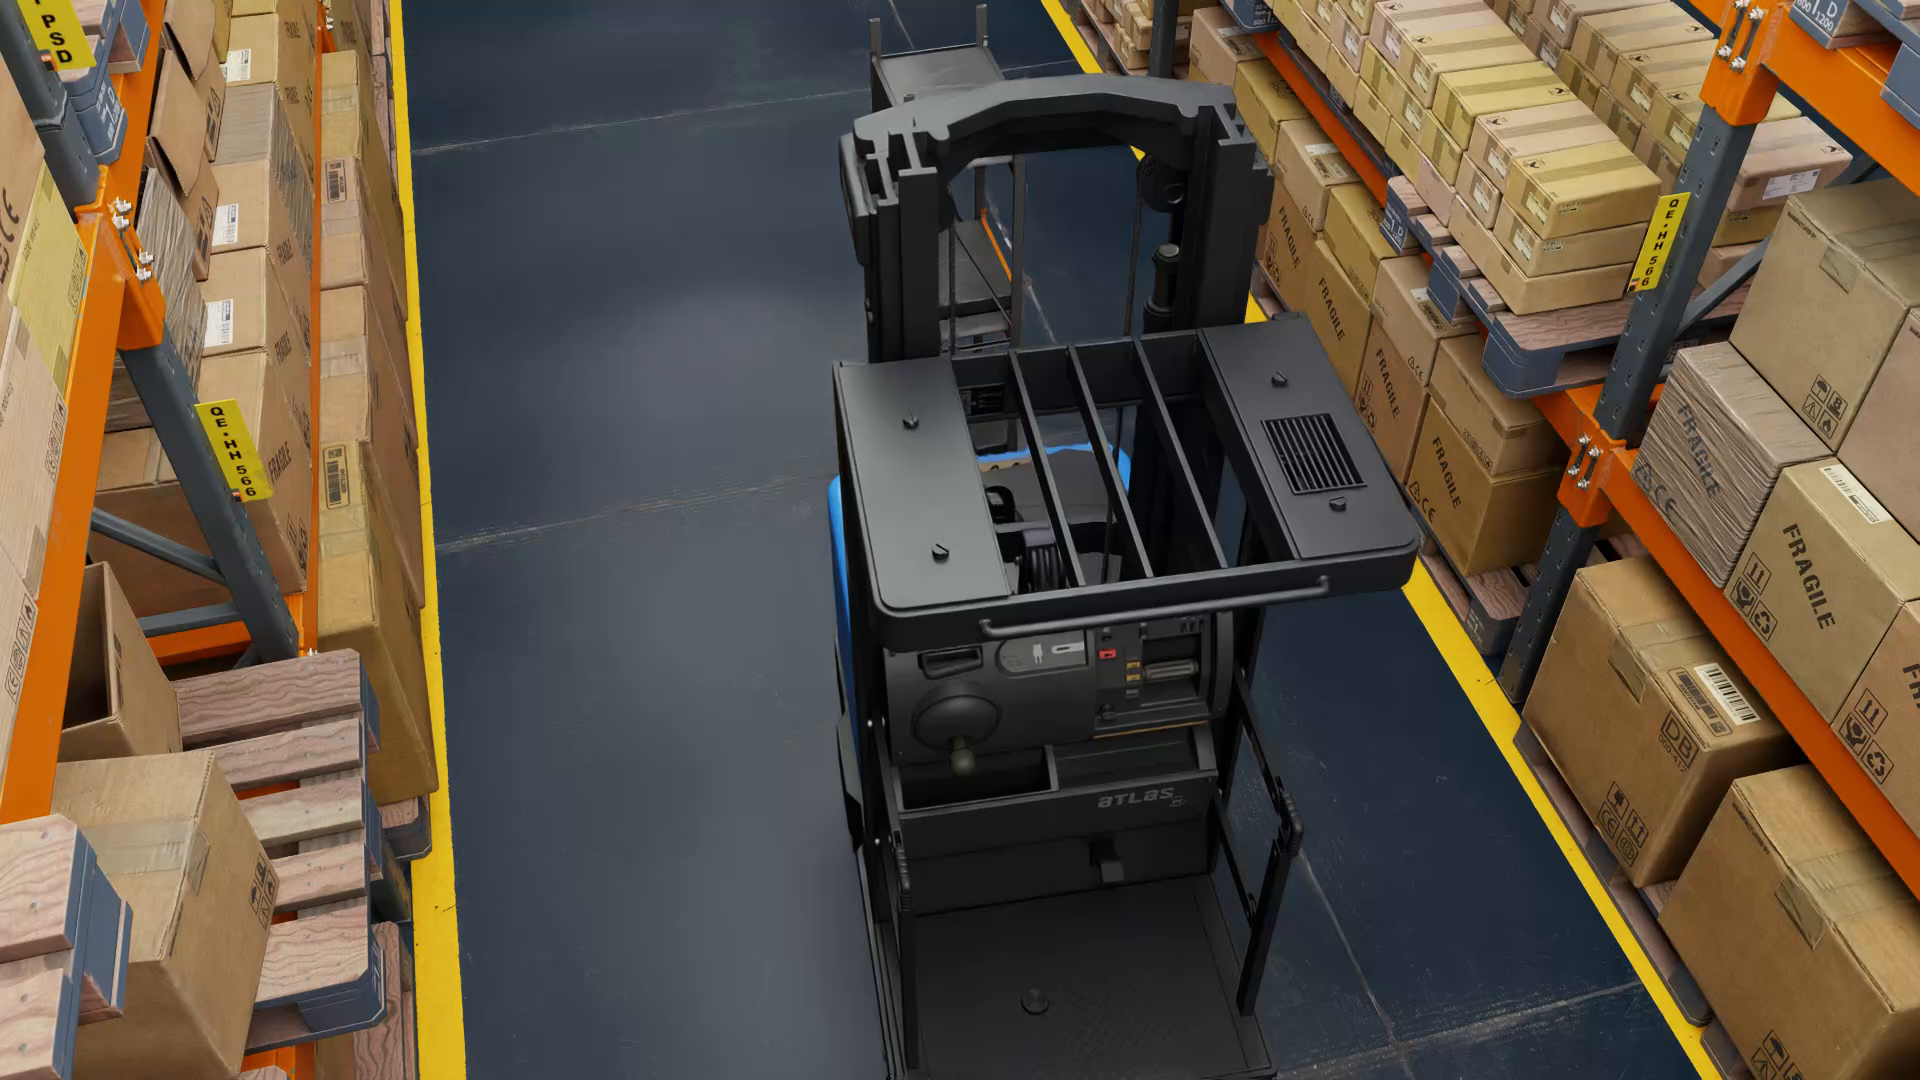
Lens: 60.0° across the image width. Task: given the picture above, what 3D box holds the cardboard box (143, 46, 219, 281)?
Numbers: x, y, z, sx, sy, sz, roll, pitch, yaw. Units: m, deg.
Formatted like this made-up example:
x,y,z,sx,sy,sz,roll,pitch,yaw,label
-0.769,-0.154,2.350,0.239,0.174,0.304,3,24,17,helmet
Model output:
x,y,z,sx,sy,sz,roll,pitch,yaw,label
-2.650,-1.078,4.933,0.797,0.503,0.637,-10,46,-9,cardboard box

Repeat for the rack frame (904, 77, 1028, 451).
x,y,z,sx,sy,sz,roll,pitch,yaw,label
0.020,-0.681,5.947,0.400,2.100,0.015,-11,47,-10,rack frame

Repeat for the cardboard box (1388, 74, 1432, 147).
x,y,z,sx,sy,sz,roll,pitch,yaw,label
1.737,-1.529,5.822,0.380,0.149,0.250,-11,47,-10,cardboard box

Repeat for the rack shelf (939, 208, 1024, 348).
x,y,z,sx,sy,sz,roll,pitch,yaw,label
-0.042,-0.840,6.122,0.431,0.518,0.480,-11,47,-10,rack shelf

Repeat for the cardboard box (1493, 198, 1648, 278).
x,y,z,sx,sy,sz,roll,pitch,yaw,label
1.940,-0.991,5.295,0.380,0.149,0.250,-10,46,-9,cardboard box

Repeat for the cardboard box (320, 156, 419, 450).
x,y,z,sx,sy,sz,roll,pitch,yaw,label
-2.925,-0.843,6.670,1.225,0.875,0.875,-12,47,-12,cardboard box

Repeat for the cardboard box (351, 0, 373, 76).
x,y,z,sx,sy,sz,roll,pitch,yaw,label
-3.660,-2.990,8.773,0.875,0.875,0.875,-11,47,-10,cardboard box

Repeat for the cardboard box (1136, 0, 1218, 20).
x,y,z,sx,sy,sz,roll,pitch,yaw,label
1.140,-2.887,8.765,0.380,0.149,0.250,-9,46,-9,cardboard box

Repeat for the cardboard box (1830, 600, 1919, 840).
x,y,z,sx,sy,sz,roll,pitch,yaw,label
2.622,0.453,4.136,0.500,0.500,0.500,-11,47,-10,cardboard box

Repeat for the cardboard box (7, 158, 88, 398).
x,y,z,sx,sy,sz,roll,pitch,yaw,label
-1.955,-0.447,3.093,0.500,0.250,0.500,-11,47,-10,cardboard box

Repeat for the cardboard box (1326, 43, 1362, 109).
x,y,z,sx,sy,sz,roll,pitch,yaw,label
1.613,-1.772,6.269,0.380,0.149,0.250,-9,46,-9,cardboard box

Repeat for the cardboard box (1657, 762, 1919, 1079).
x,y,z,sx,sy,sz,roll,pitch,yaw,label
2.803,1.110,4.843,1.050,0.750,0.750,-10,46,-10,cardboard box

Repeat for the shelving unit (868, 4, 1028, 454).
x,y,z,sx,sy,sz,roll,pitch,yaw,label
-0.042,-0.849,6.112,0.431,2.100,0.503,-11,47,-10,shelving unit

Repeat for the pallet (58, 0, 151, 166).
x,y,z,sx,sy,sz,roll,pitch,yaw,label
-2.530,-1.152,3.811,1.213,0.211,1.003,-9,46,-8,pallet

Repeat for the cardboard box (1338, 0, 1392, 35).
x,y,z,sx,sy,sz,roll,pitch,yaw,label
1.609,-1.985,6.061,0.380,0.149,0.250,-9,46,-8,cardboard box

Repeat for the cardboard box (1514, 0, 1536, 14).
x,y,z,sx,sy,sz,roll,pitch,yaw,label
2.238,-2.099,6.172,0.380,0.149,0.250,-9,46,-9,cardboard box

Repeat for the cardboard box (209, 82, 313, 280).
x,y,z,sx,sy,sz,roll,pitch,yaw,label
-2.570,-1.208,5.763,0.500,0.500,0.500,-11,47,-10,cardboard box

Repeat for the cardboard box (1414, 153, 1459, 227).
x,y,z,sx,sy,sz,roll,pitch,yaw,label
1.808,-1.235,5.742,0.380,0.149,0.250,-10,46,-10,cardboard box

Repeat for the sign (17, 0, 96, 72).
x,y,z,sx,sy,sz,roll,pitch,yaw,label
-1.789,-1.062,3.228,0.100,0.325,0.005,-11,47,-10,sign

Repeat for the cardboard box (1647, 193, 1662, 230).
x,y,z,sx,sy,sz,roll,pitch,yaw,label
2.519,-1.160,5.669,0.380,0.149,0.250,-9,46,-8,cardboard box

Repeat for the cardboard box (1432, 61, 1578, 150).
x,y,z,sx,sy,sz,roll,pitch,yaw,label
1.809,-1.447,5.533,0.380,0.149,0.250,-9,46,-9,cardboard box

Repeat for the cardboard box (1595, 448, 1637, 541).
x,y,z,sx,sy,sz,roll,pitch,yaw,label
2.572,-0.377,6.476,0.500,0.500,0.500,-13,47,-12,cardboard box

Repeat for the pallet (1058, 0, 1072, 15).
x,y,z,sx,sy,sz,roll,pitch,yaw,label
0.961,-3.657,10.186,1.003,0.211,1.213,-11,47,-10,pallet

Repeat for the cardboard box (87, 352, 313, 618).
x,y,z,sx,sy,sz,roll,pitch,yaw,label
-2.175,-0.154,4.730,0.500,0.500,0.500,-9,46,-9,cardboard box

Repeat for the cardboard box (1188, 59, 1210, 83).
x,y,z,sx,sy,sz,roll,pitch,yaw,label
1.415,-2.045,8.110,0.500,0.500,0.500,-9,46,-9,cardboard box

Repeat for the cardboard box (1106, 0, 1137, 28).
x,y,z,sx,sy,sz,roll,pitch,yaw,label
1.013,-2.929,9.014,0.380,0.149,0.250,-13,47,-12,cardboard box

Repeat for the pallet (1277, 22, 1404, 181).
x,y,z,sx,sy,sz,roll,pitch,yaw,label
1.960,-1.862,6.609,1.003,0.211,1.213,-11,47,-10,pallet

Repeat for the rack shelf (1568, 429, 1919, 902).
x,y,z,sx,sy,sz,roll,pitch,yaw,label
3.019,1.062,4.112,1.077,0.370,4.000,-11,47,-10,rack shelf

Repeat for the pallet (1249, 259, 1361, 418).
x,y,z,sx,sy,sz,roll,pitch,yaw,label
1.999,-0.975,7.558,1.003,0.211,1.213,-11,47,-10,pallet

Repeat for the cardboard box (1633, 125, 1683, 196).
x,y,z,sx,sy,sz,roll,pitch,yaw,label
2.506,-1.291,5.588,0.380,0.149,0.250,-9,46,-8,cardboard box

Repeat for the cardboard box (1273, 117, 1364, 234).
x,y,z,sx,sy,sz,roll,pitch,yaw,label
1.681,-1.588,7.137,0.500,0.250,0.500,-9,46,-9,cardboard box

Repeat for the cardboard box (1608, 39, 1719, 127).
x,y,z,sx,sy,sz,roll,pitch,yaw,label
2.446,-1.547,5.631,0.380,0.149,0.250,-11,47,-11,cardboard box

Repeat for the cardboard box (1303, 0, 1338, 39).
x,y,z,sx,sy,sz,roll,pitch,yaw,label
1.541,-2.060,6.342,0.380,0.149,0.250,-12,47,-11,cardboard box

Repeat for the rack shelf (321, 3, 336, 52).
x,y,z,sx,sy,sz,roll,pitch,yaw,label
-3.850,-3.624,8.705,1.077,0.370,4.000,-11,47,-10,rack shelf

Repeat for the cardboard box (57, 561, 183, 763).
x,y,z,sx,sy,sz,roll,pitch,yaw,label
-2.137,0.450,3.844,0.500,0.500,0.500,-16,48,-15,cardboard box

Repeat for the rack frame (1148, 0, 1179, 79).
x,y,z,sx,sy,sz,roll,pitch,yaw,label
1.483,-3.332,7.915,1.000,3.000,0.127,-11,47,-10,rack frame

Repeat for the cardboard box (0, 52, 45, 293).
x,y,z,sx,sy,sz,roll,pitch,yaw,label
-1.950,-0.709,2.825,0.500,0.500,0.500,-10,46,-9,cardboard box

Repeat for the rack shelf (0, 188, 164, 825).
x,y,z,sx,sy,sz,roll,pitch,yaw,label
-1.802,0.849,2.221,1.077,0.370,4.000,-11,47,-10,rack shelf

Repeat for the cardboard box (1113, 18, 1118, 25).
x,y,z,sx,sy,sz,roll,pitch,yaw,label
1.067,-2.884,9.178,0.380,0.149,0.250,-10,46,-9,cardboard box

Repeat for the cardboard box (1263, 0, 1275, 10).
x,y,z,sx,sy,sz,roll,pitch,yaw,label
1.404,-2.322,6.807,0.380,0.149,0.250,-13,47,-12,cardboard box

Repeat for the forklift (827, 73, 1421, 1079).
x,y,z,sx,sy,sz,roll,pitch,yaw,label
0.303,0.477,4.230,1.130,2.935,3.031,-7,46,-7,forklift

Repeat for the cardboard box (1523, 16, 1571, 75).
x,y,z,sx,sy,sz,roll,pitch,yaw,label
2.306,-1.821,6.108,0.380,0.149,0.250,-11,47,-10,cardboard box

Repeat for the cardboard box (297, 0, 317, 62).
x,y,z,sx,sy,sz,roll,pitch,yaw,label
-2.954,-2.257,6.792,0.500,0.500,0.500,-11,47,-10,cardboard box

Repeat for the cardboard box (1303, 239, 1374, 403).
x,y,z,sx,sy,sz,roll,pitch,yaw,label
1.805,-0.970,7.057,0.500,0.500,0.500,-13,47,-12,cardboard box

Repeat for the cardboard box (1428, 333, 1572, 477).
x,y,z,sx,sy,sz,roll,pitch,yaw,label
2.078,-0.529,6.099,0.500,0.250,0.500,-12,47,-11,cardboard box

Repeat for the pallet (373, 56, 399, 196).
x,y,z,sx,sy,sz,roll,pitch,yaw,label
-3.457,-2.058,8.619,1.003,0.211,1.213,-11,47,-10,pallet

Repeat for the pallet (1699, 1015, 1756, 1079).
x,y,z,sx,sy,sz,roll,pitch,yaw,label
2.944,1.804,4.834,1.003,0.211,1.213,-11,47,-10,pallet
